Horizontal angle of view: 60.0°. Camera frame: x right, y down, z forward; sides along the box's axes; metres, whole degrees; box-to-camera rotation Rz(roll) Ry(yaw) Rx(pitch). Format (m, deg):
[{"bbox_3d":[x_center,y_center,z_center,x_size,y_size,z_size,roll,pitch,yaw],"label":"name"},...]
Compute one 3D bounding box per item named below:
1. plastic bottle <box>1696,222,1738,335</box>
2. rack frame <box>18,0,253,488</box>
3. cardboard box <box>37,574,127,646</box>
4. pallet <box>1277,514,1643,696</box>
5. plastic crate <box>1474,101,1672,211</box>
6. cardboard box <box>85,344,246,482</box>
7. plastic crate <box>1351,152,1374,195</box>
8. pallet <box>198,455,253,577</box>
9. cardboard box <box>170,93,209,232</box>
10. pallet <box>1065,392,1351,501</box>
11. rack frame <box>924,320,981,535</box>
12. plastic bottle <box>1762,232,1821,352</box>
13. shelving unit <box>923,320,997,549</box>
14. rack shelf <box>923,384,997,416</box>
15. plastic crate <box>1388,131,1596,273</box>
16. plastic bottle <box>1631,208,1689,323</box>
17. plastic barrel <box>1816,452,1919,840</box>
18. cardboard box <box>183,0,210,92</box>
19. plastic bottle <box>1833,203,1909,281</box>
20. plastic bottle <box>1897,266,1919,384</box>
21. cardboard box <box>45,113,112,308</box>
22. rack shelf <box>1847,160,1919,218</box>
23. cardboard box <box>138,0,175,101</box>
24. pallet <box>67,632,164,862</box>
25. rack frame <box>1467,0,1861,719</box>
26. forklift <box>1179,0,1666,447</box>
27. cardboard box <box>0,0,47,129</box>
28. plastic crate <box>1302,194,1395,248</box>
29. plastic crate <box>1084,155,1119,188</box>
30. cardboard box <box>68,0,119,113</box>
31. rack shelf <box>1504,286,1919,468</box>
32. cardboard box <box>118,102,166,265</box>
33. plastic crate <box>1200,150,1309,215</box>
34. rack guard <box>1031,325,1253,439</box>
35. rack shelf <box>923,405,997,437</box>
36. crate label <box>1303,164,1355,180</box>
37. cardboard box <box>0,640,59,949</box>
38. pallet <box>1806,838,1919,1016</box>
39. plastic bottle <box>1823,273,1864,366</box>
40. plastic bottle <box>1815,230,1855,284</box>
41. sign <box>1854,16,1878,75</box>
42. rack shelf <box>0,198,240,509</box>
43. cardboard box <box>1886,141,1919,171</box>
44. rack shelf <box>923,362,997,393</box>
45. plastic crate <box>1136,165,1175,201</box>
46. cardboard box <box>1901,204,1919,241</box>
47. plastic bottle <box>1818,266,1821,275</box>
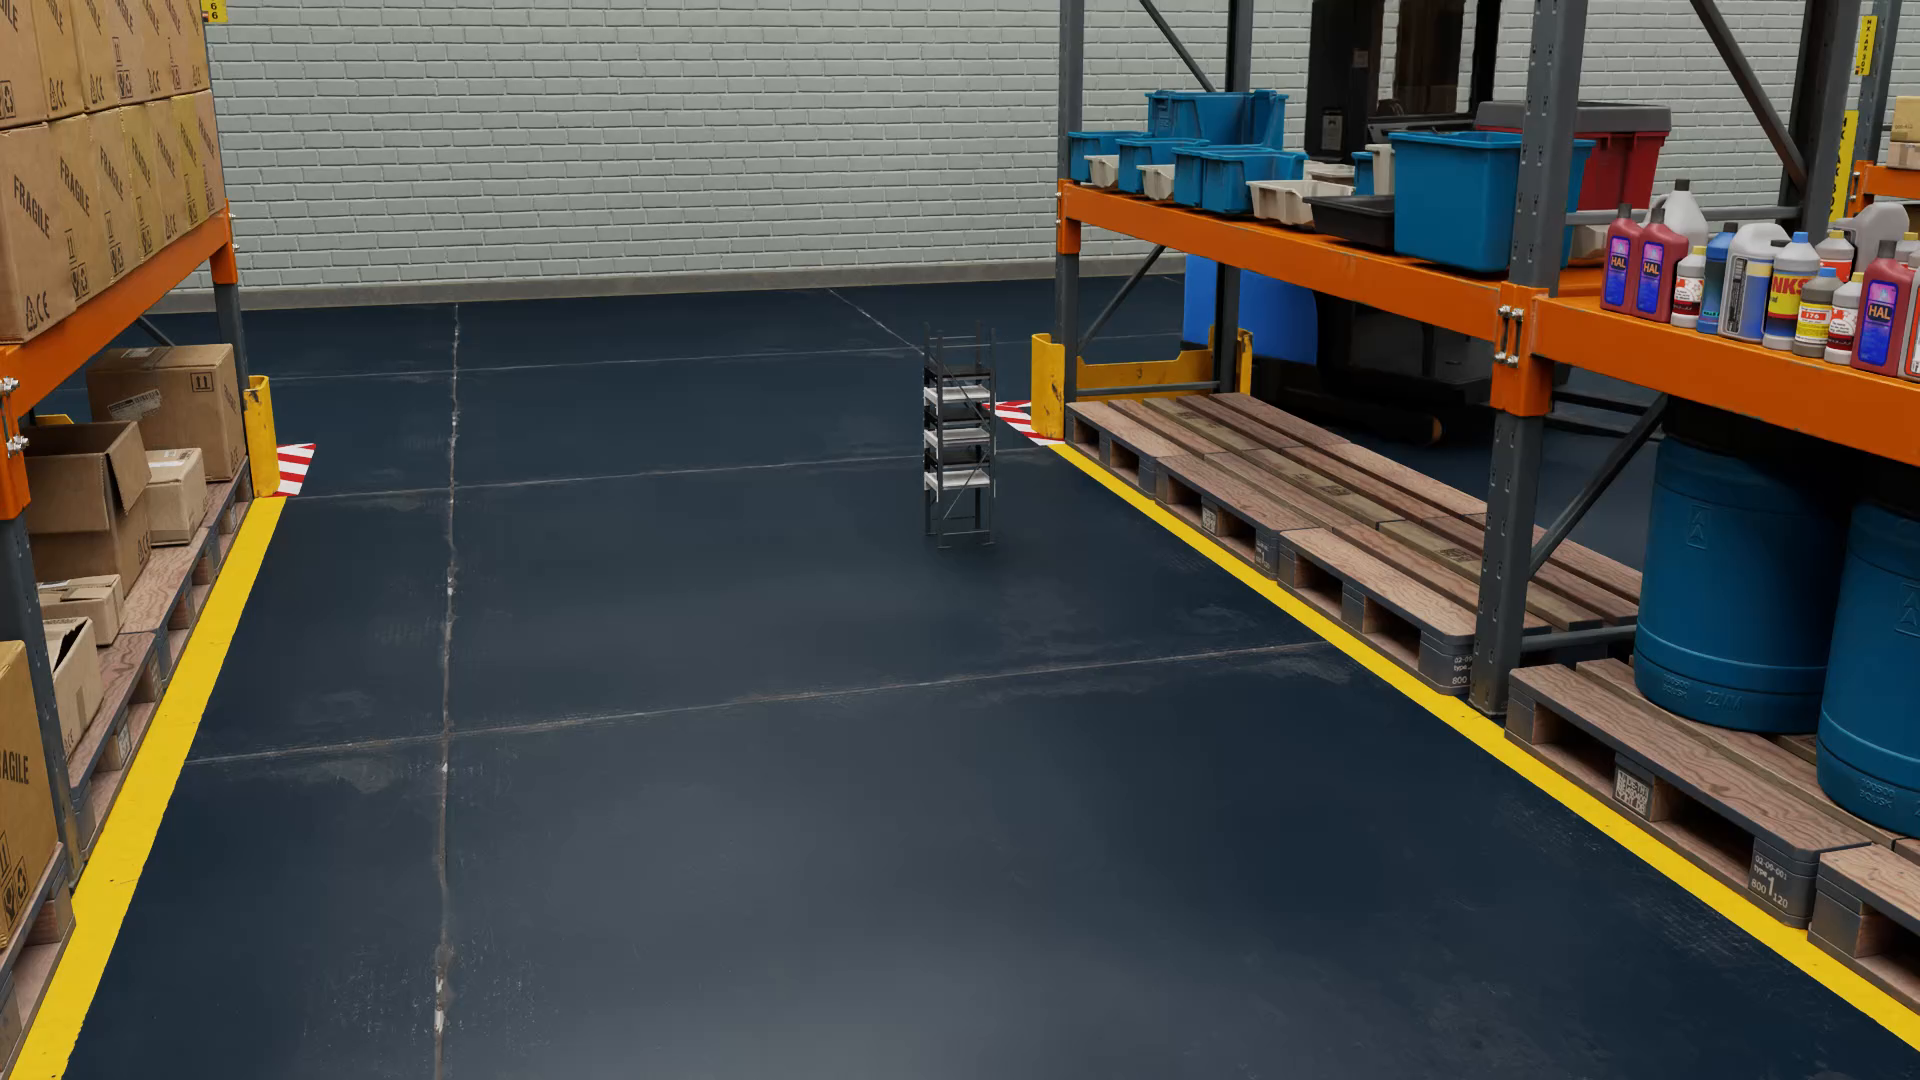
[{"bbox_3d":[1.897,-0.651,4.128,0.097,0.271,0.097,0,17,0],"label":"plastic bottle"},{"bbox_3d":[-3.769,-1.658,7.256,1.000,3.000,0.127,-5,17,-15],"label":"rack frame"},{"bbox_3d":[-2.825,0.223,5.155,0.380,0.166,0.250,-5,17,-15],"label":"cardboard box"},{"bbox_3d":[1.854,0.193,5.941,1.003,0.211,1.213,-5,17,-15],"label":"pallet"},{"bbox_3d":[2.089,-1.268,5.744,0.402,0.464,0.583,-5,17,-15],"label":"plastic crate"},{"bbox_3d":[-3.383,-0.540,7.117,0.500,0.500,0.500,-5,17,-15],"label":"cardboard box"},{"bbox_3d":[1.805,-1.449,6.748,0.416,0.233,0.300,-5,17,-15],"label":"plastic crate"},{"bbox_3d":[-3.529,-0.081,6.854,1.003,0.211,1.213,-5,17,-15],"label":"pallet"},{"bbox_3d":[-3.239,-1.460,6.424,0.500,0.500,0.500,-5,17,-15],"label":"cardboard box"},{"bbox_3d":[1.184,-0.482,8.188,1.003,0.211,1.213,-5,17,-15],"label":"pallet"},{"bbox_3d":[-0.030,-0.461,6.924,0.240,0.900,0.006,-5,17,-15],"label":"rack frame"},{"bbox_3d":[1.961,-0.587,3.914,0.097,0.271,0.097,0,17,0],"label":"plastic bottle"},{"bbox_3d":[-0.002,-0.433,6.830,0.258,0.900,0.210,-5,17,-15],"label":"shelving unit"},{"bbox_3d":[-0.002,-0.574,6.788,0.258,0.077,0.200,-5,17,-15],"label":"rack shelf"},{"bbox_3d":[1.637,-1.065,5.207,0.392,0.384,0.575,-5,17,-15],"label":"plastic crate"},{"bbox_3d":[1.821,-0.714,4.317,0.061,0.283,0.133,-5,17,-15],"label":"plastic bottle"},{"bbox_3d":[2.421,0.210,3.957,0.600,0.901,0.708,-5,17,-15],"label":"plastic barrel"},{"bbox_3d":[-3.383,-2.083,6.761,0.500,0.500,0.500,-5,17,-16],"label":"cardboard box"},{"bbox_3d":[2.513,-0.799,4.613,0.152,0.276,0.135,-5,17,-15],"label":"plastic bottle"},{"bbox_3d":[2.109,-0.468,3.512,0.152,0.276,0.135,-5,17,-15],"label":"plastic bottle"},{"bbox_3d":[-2.692,-0.903,4.570,0.500,0.500,0.500,-4,17,-14],"label":"cardboard box"},{"bbox_3d":[6.306,-1.542,8.122,1.077,0.370,4.000,-5,17,-15],"label":"rack shelf"},{"bbox_3d":[-3.096,-1.800,5.819,0.500,0.500,0.500,-4,17,-14],"label":"cardboard box"},{"bbox_3d":[-2.858,0.594,4.607,1.003,0.211,1.213,-5,17,-15],"label":"pallet"},{"bbox_3d":[2.094,-0.942,4.873,1.000,3.000,0.127,-5,17,-15],"label":"rack frame"},{"bbox_3d":[2.609,-2.045,8.664,1.130,2.935,3.031,-13,21,-37],"label":"forklift"},{"bbox_3d":[-2.529,-1.231,3.923,0.500,0.500,0.500,-4,17,-14],"label":"cardboard box"},{"bbox_3d":[1.528,-1.127,5.864,0.437,0.125,0.590,-5,17,-15],"label":"plastic crate"},{"bbox_3d":[0.754,-1.761,7.955,0.250,0.136,0.298,-5,17,-15],"label":"plastic crate"},{"bbox_3d":[-2.812,-1.515,4.871,0.500,0.500,0.500,-5,17,-17],"label":"cardboard box"},{"bbox_3d":[2.643,-0.044,3.135,1.077,0.370,4.000,-5,17,-15],"label":"rack shelf"},{"bbox_3d":[-2.968,-1.182,5.499,0.500,0.500,0.500,-5,17,-16],"label":"cardboard box"},{"bbox_3d":[1.190,-1.455,6.769,0.416,0.233,0.300,-5,17,-15],"label":"plastic crate"},{"bbox_3d":[0.975,-0.857,8.935,1.175,0.500,0.348,-5,17,-15],"label":"rack guard"},{"bbox_3d":[-0.002,-0.488,6.814,0.258,0.077,0.200,-5,17,-15],"label":"rack shelf"},{"bbox_3d":[1.558,-1.583,7.362,0.396,0.136,0.243,-5,17,-15],"label":"crate label"},{"bbox_3d":[-2.259,0.549,3.490,0.500,0.500,0.500,-5,17,-16],"label":"cardboard box"},{"bbox_3d":[2.604,0.949,3.427,1.003,0.211,1.213,-5,17,-15],"label":"pallet"},{"bbox_3d":[2.014,-0.499,3.745,0.097,0.201,0.097,0,17,0],"label":"plastic bottle"},{"bbox_3d":[2.398,-0.748,4.574,0.097,0.201,0.097,0,17,0],"label":"plastic bottle"},{"bbox_3d":[5.221,-2.850,9.584,0.100,0.325,0.005,-5,17,-15],"label":"sign"},{"bbox_3d":[-3.220,-0.760,5.518,1.077,0.370,4.000,-5,17,-15],"label":"rack shelf"},{"bbox_3d":[5.537,-2.195,9.483,0.380,0.149,0.250,-4,17,-15],"label":"cardboard box"},{"bbox_3d":[-0.002,-0.660,6.762,0.258,0.077,0.200,-5,17,-15],"label":"rack shelf"},{"bbox_3d":[0.941,-1.573,7.330,0.250,0.136,0.298,-5,17,-15],"label":"plastic crate"},{"bbox_3d":[6.009,-1.453,9.537,0.875,0.875,0.875,-5,17,-15],"label":"cardboard box"},{"bbox_3d":[2.070,-0.602,4.088,0.097,0.201,0.097,0,17,0],"label":"plastic bottle"}]
